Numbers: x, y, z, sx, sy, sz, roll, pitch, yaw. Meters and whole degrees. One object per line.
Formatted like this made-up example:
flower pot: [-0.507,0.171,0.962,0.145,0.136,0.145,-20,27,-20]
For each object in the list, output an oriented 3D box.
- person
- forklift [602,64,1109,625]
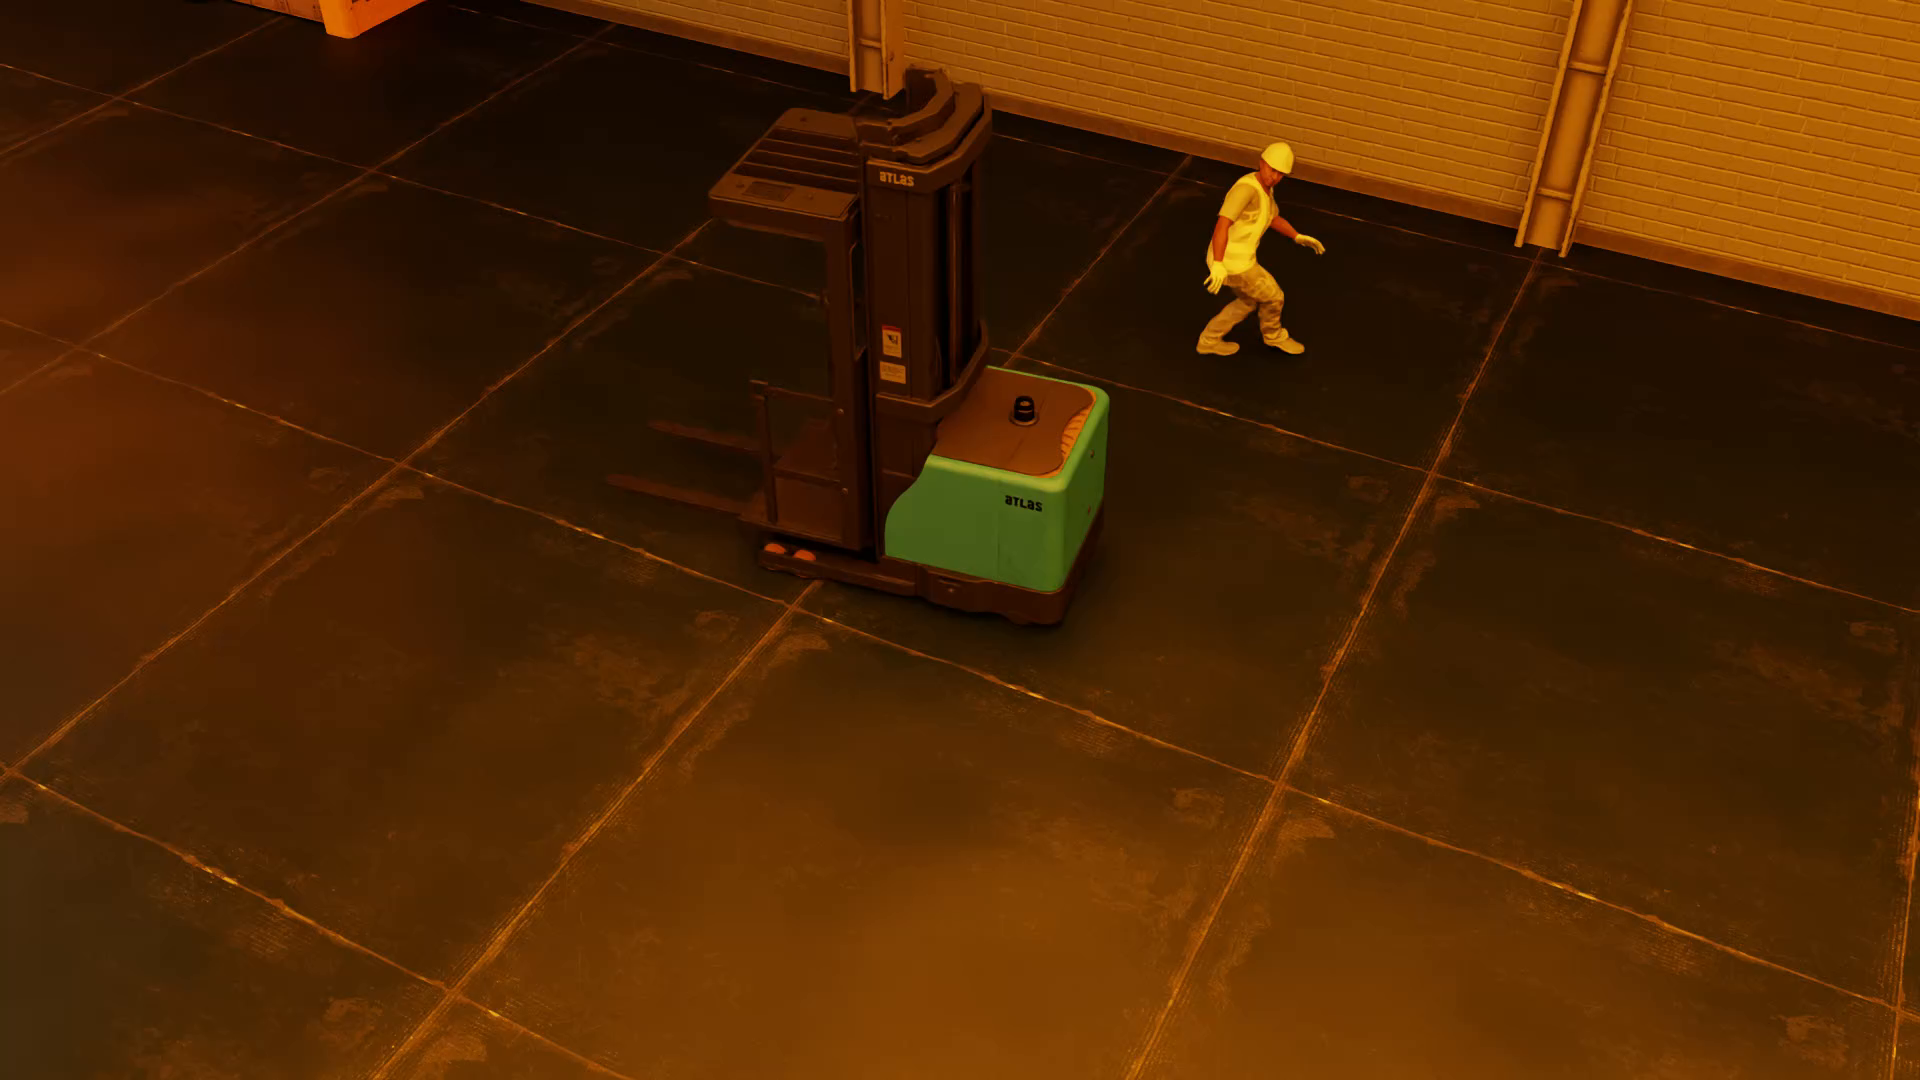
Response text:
person: [2.054,-1.876,11.252,0.823,1.607,0.800,4,40,4]
forklift: [-0.694,-1.202,9.413,3.031,2.935,1.130,13,42,15]
